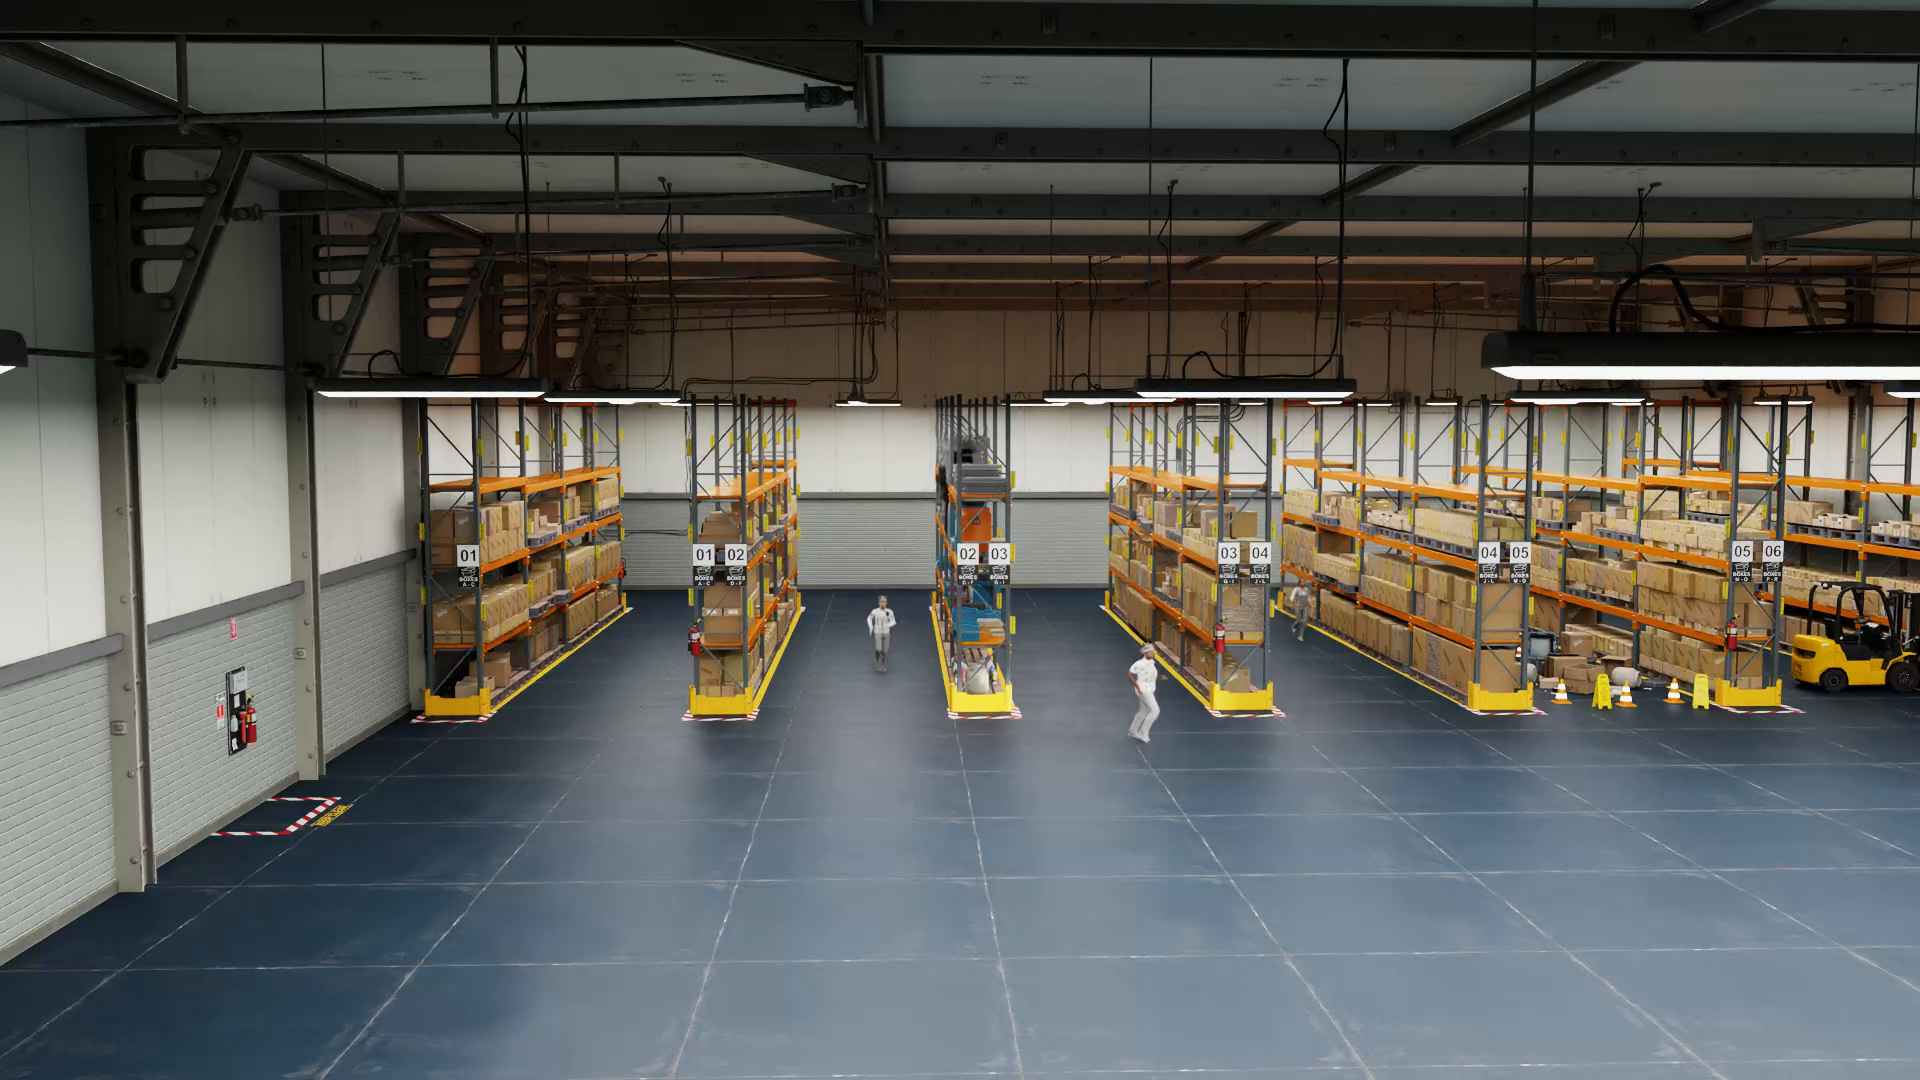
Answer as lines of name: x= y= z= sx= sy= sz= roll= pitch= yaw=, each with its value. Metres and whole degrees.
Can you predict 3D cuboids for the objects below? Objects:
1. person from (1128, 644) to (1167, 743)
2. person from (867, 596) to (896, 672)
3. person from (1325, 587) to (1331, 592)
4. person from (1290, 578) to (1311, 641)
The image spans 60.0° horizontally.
person: x=3.234 y=2.639 z=28.673 sx=0.683 sy=1.728 sz=0.540 roll=3 pitch=5 yaw=30
person: x=-1.686 y=2.039 z=36.060 sx=0.592 sy=1.671 sz=0.641 roll=-1 pitch=5 yaw=-9
person: x=10.834 y=1.042 z=48.486 sx=0.701 sy=1.757 sz=0.815 roll=-3 pitch=5 yaw=-33
person: x=8.446 y=1.712 z=41.200 sx=0.532 sy=1.542 sz=0.516 roll=-1 pitch=5 yaw=-12
